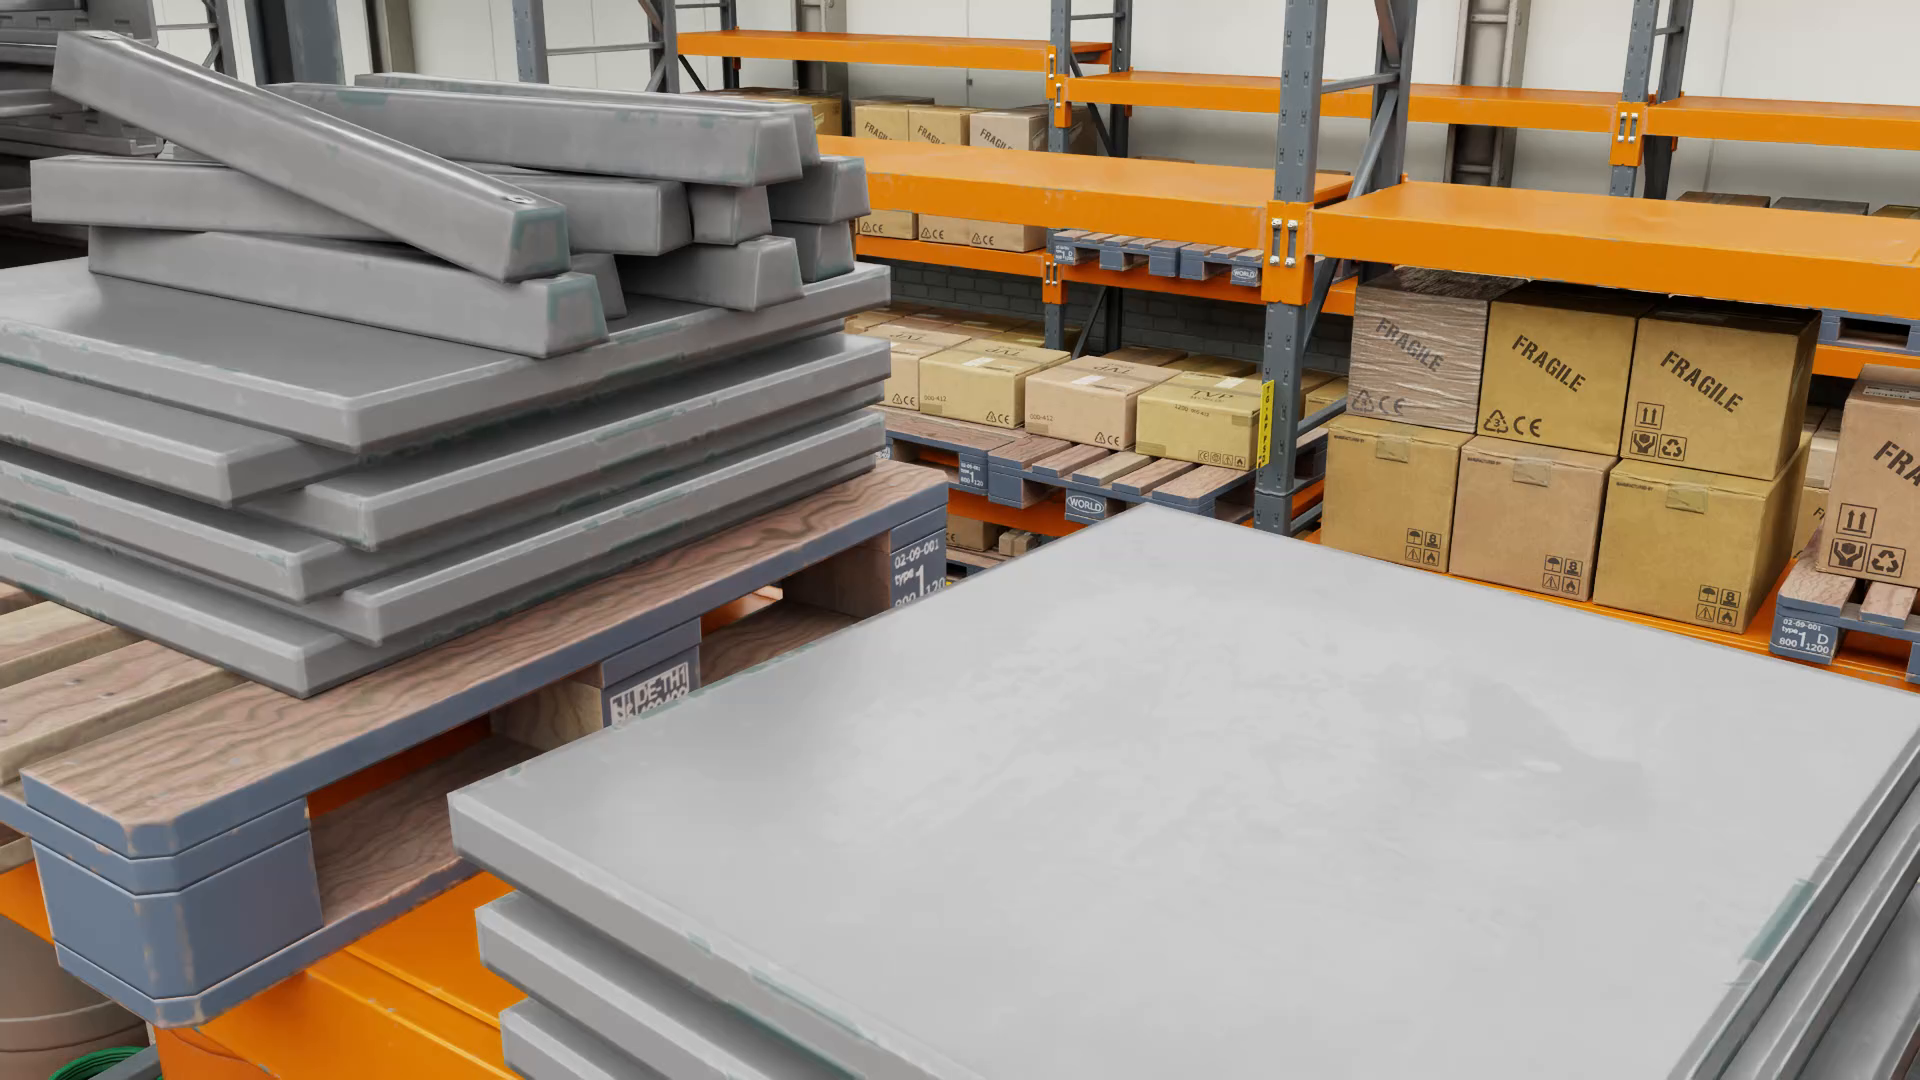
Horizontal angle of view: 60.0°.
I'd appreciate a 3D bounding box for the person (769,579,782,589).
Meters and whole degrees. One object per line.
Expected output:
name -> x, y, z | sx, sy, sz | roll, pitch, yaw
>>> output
person -> -1.178, 0.138, 12.225 | 0.563, 1.525, 0.453 | 14, 24, 33
